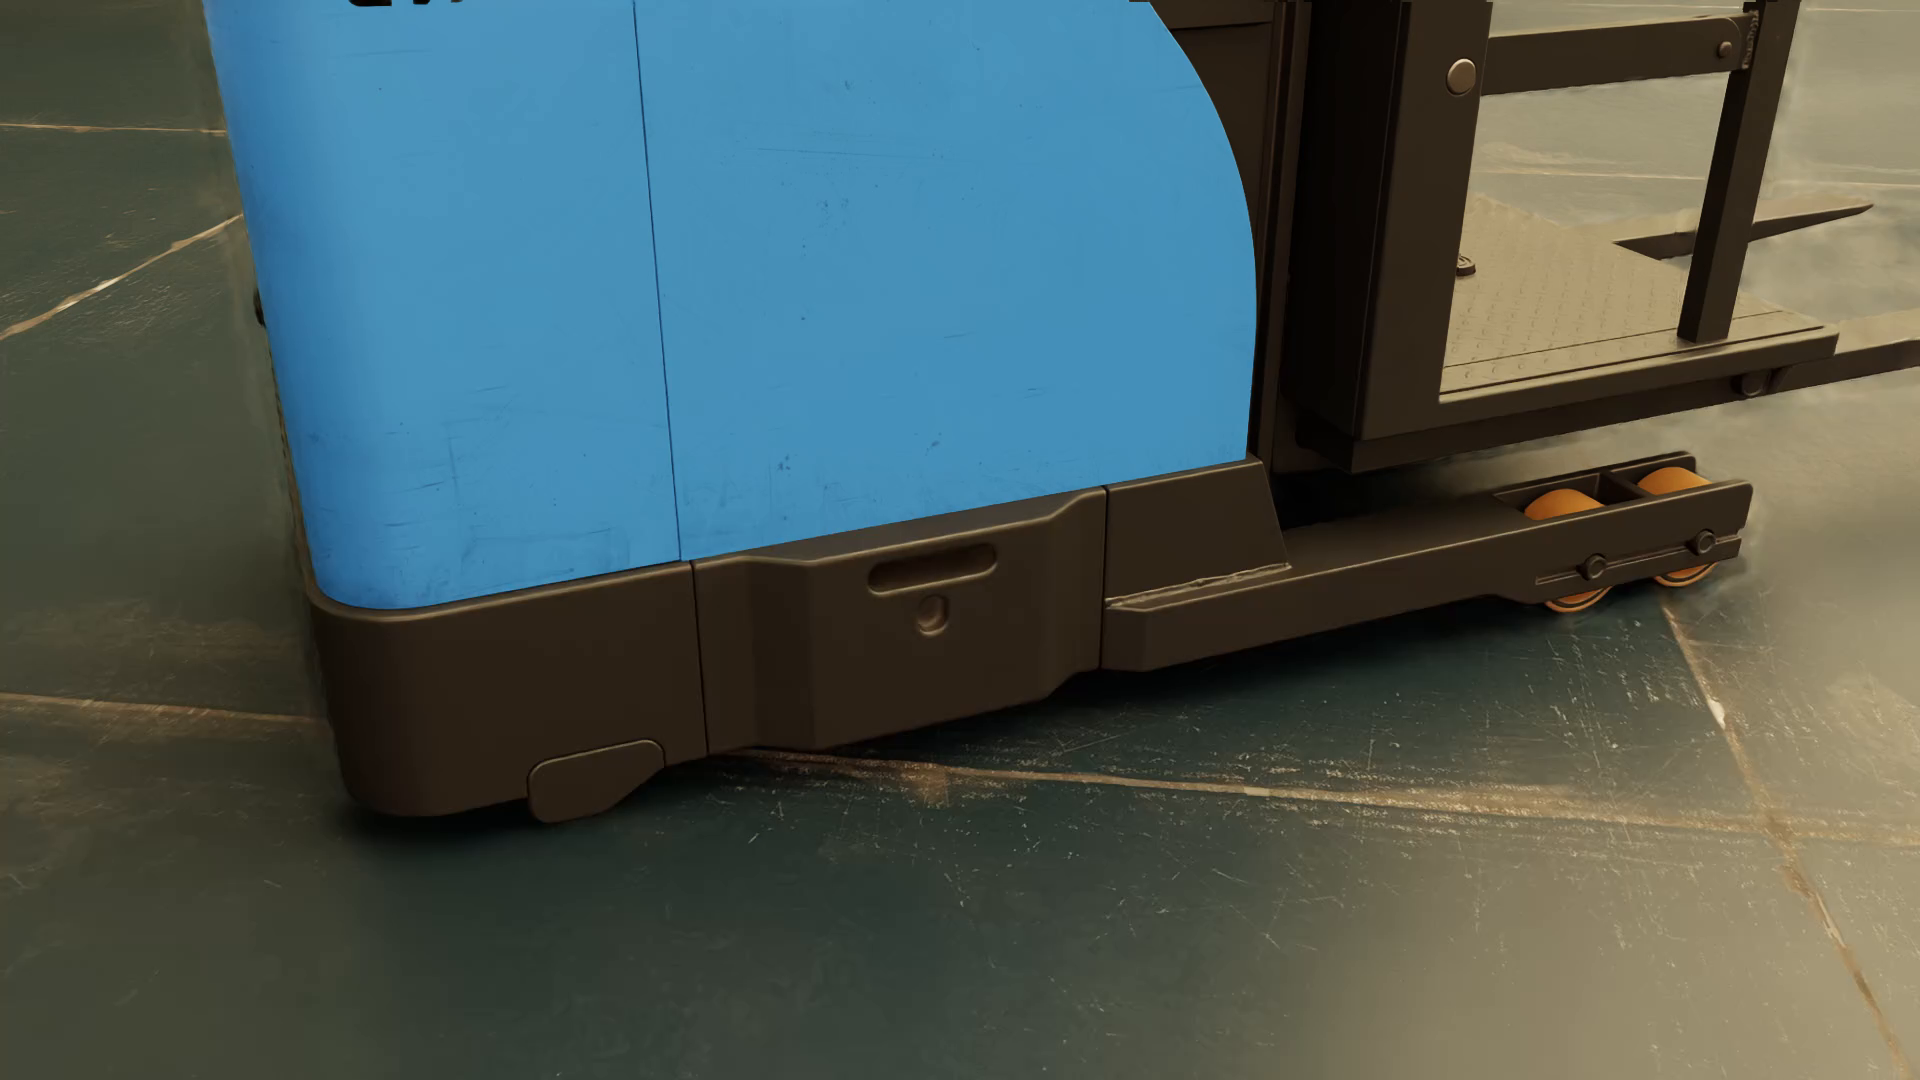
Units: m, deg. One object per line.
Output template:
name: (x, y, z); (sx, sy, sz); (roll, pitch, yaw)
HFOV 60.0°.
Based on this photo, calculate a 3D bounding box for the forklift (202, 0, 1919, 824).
forklift: (0.562, -1.418, 2.058); (3.031, 2.935, 1.130); (-11, 28, -20)
